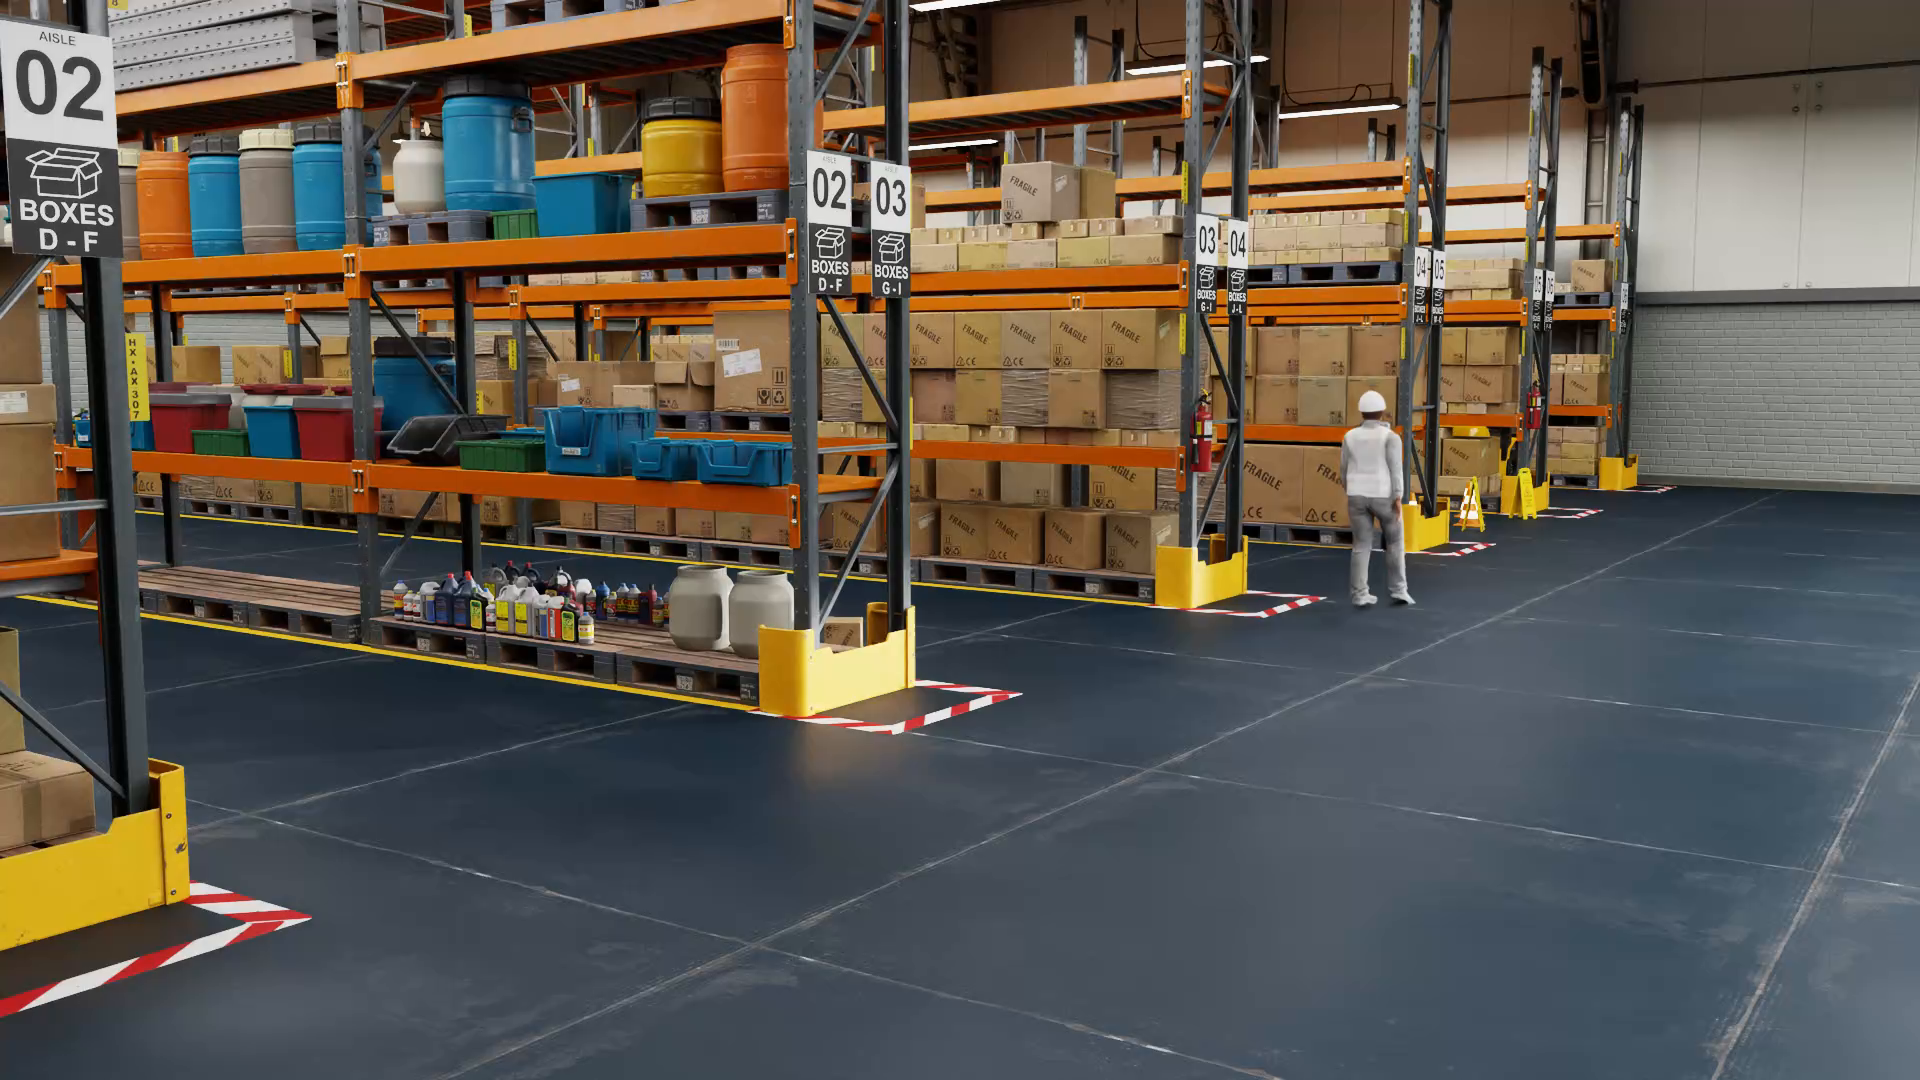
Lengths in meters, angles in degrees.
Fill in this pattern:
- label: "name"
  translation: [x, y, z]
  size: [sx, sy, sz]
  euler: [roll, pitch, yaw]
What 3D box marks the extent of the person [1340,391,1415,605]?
- label: "person"
  translation: [3.432, -0.327, 13.752]
  size: [0.572, 1.811, 0.717]
  euler: [4, 7, 33]
